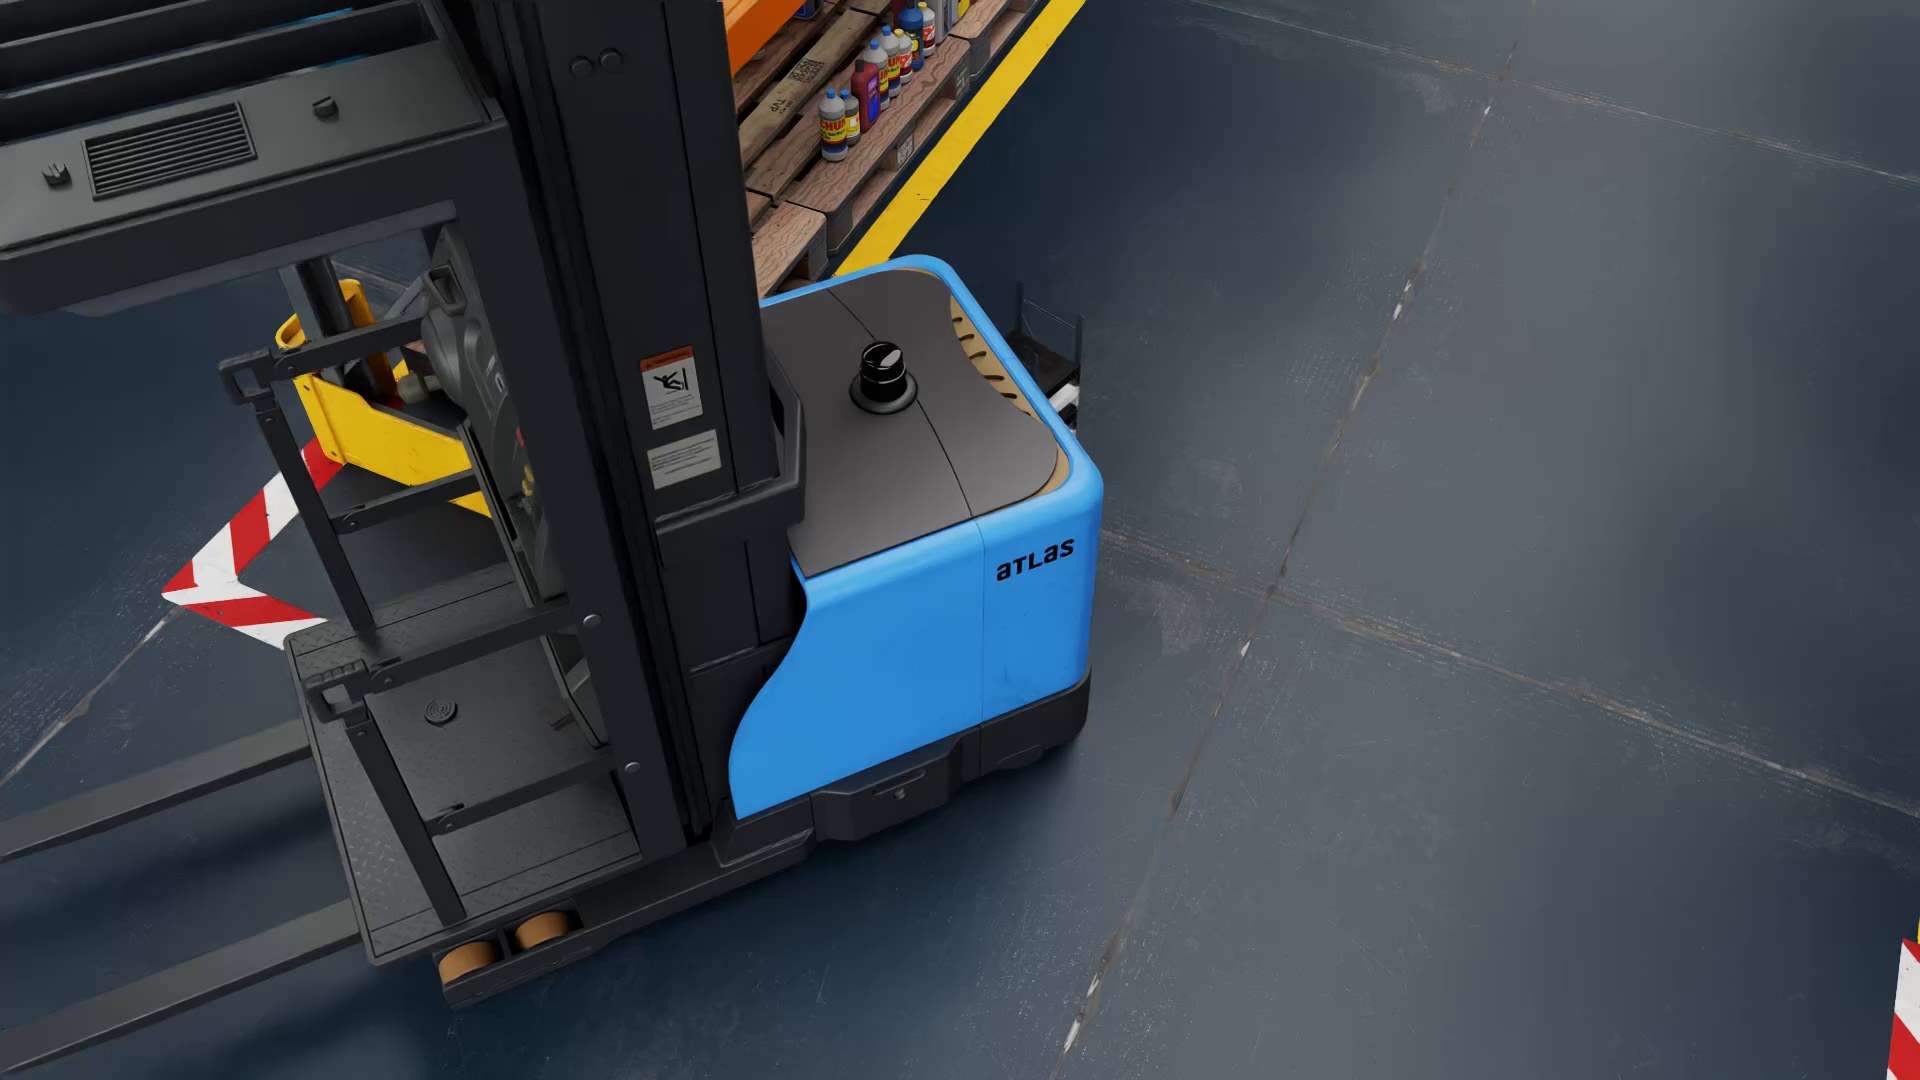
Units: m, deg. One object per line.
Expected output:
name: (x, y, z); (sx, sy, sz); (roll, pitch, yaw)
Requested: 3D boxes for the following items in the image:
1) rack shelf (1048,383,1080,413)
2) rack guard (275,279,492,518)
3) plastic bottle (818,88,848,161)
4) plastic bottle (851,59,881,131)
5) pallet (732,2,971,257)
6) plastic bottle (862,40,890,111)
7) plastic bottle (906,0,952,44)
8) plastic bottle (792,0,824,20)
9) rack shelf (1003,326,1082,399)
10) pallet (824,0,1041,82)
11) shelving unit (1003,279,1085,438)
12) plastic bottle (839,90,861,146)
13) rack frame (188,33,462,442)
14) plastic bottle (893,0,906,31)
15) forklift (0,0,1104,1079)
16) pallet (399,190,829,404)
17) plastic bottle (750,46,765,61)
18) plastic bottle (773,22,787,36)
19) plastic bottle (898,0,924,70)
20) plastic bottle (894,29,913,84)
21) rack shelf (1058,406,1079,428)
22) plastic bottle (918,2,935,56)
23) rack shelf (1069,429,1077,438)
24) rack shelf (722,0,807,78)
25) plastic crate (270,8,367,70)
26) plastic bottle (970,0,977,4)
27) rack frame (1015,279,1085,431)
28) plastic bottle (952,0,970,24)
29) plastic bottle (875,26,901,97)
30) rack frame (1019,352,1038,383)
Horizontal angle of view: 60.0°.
rack shelf: (0.186, -0.421, 4.825); (0.258, 0.077, 0.200); (34, 57, 25)
rack guard: (-1.532, -0.379, 5.244); (1.175, 0.500, 0.348); (20, 52, 16)
plastic bottle: (-0.465, -1.527, 6.082); (0.097, 0.271, 0.097); (0, 50, 0)
plastic bottle: (-0.352, -1.681, 6.205); (0.061, 0.283, 0.133); (21, 53, 17)
pallet: (-0.657, -1.680, 6.541); (1.003, 0.211, 1.213); (20, 52, 16)
plastic bottle: (-0.319, -1.763, 6.283); (0.097, 0.271, 0.097); (0, 50, 0)
plastic bottle: (-0.120, -2.133, 6.595); (0.152, 0.276, 0.135); (21, 53, 17)
plastic bottle: (-0.651, -2.261, 6.704); (0.152, 0.276, 0.135); (20, 52, 16)
rack shelf: (0.186, -0.479, 4.756); (0.258, 0.077, 0.200); (34, 57, 25)
pallet: (-0.138, -2.523, 7.259); (1.003, 0.211, 1.213); (20, 52, 16)
shelving unit: (0.186, -0.326, 4.936); (0.258, 0.900, 0.210); (34, 57, 25)
plastic bottle: (-0.421, -1.576, 6.170); (0.097, 0.201, 0.097); (0, 50, 0)
rack frame: (-1.522, -1.122, 4.235); (1.000, 3.000, 0.127); (20, 52, 16)
plastic bottle: (-0.217, -2.170, 6.622); (0.061, 0.283, 0.133); (20, 52, 16)
forklift: (-1.195, -0.237, 3.527); (3.031, 2.935, 1.130); (-20, 52, -16)
pallet: (-1.180, -0.843, 5.829); (1.003, 0.211, 1.213); (20, 52, 16)
plastic bottle: (-0.821, -1.997, 6.528); (0.097, 0.201, 0.097); (0, 50, 0)
plastic bottle: (-0.747, -2.131, 6.642); (0.097, 0.201, 0.097); (0, 50, 0)
plastic bottle: (-0.190, -1.971, 6.461); (0.097, 0.271, 0.097); (0, 50, 0)
plastic bottle: (-0.234, -1.877, 6.427); (0.097, 0.201, 0.097); (0, 50, 0)
rack shelf: (0.186, -0.363, 4.893); (0.258, 0.077, 0.200); (34, 57, 25)
plastic bottle: (-0.146, -2.019, 6.547); (0.097, 0.201, 0.097); (0, 50, 0)
rack shelf: (0.186, -0.304, 4.962); (0.258, 0.077, 0.200); (34, 57, 25)
rack shelf: (-0.667, -2.266, 5.681); (1.077, 0.370, 4.000); (20, 52, 16)
plastic crate: (-1.578, -1.515, 4.668); (0.499, 0.251, 0.616); (20, 52, 16)
plastic bottle: (0.059, -2.343, 6.769); (0.061, 0.283, 0.133); (23, 53, 18)
rack frame: (0.253, -0.384, 4.986); (0.240, 0.900, 0.006); (34, 57, 25)
plastic bottle: (-0.047, -2.268, 6.661); (0.144, 0.351, 0.185); (19, 52, 16)
plastic bottle: (-0.276, -1.832, 6.342); (0.097, 0.271, 0.097); (0, 50, 0)
rack frame: (0.118, -0.268, 4.887); (0.240, 0.900, 0.006); (34, 57, 25)
